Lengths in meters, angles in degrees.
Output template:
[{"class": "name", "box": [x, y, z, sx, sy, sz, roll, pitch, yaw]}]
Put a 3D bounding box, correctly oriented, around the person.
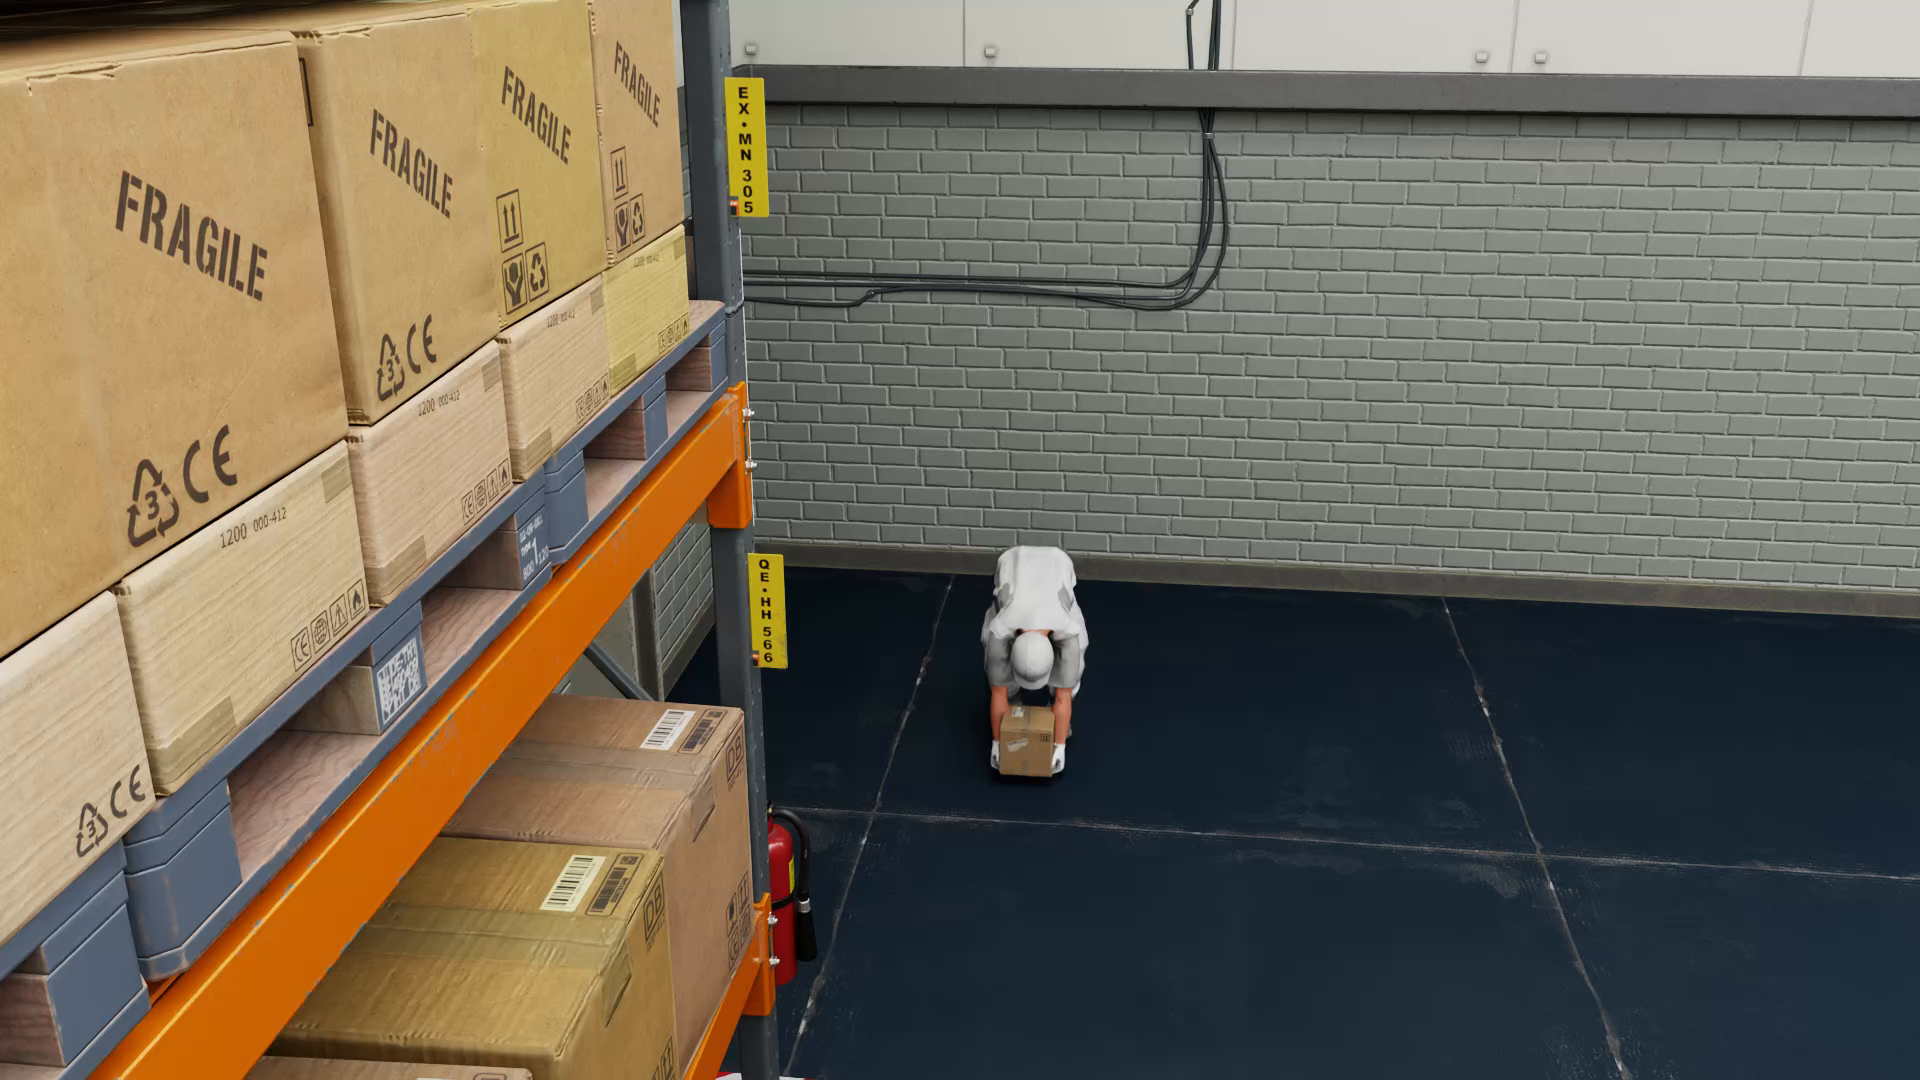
[{"class": "person", "box": [0.363, 0.580, 8.172, 0.533, 0.970, 0.948, 1, 21, 4]}]
